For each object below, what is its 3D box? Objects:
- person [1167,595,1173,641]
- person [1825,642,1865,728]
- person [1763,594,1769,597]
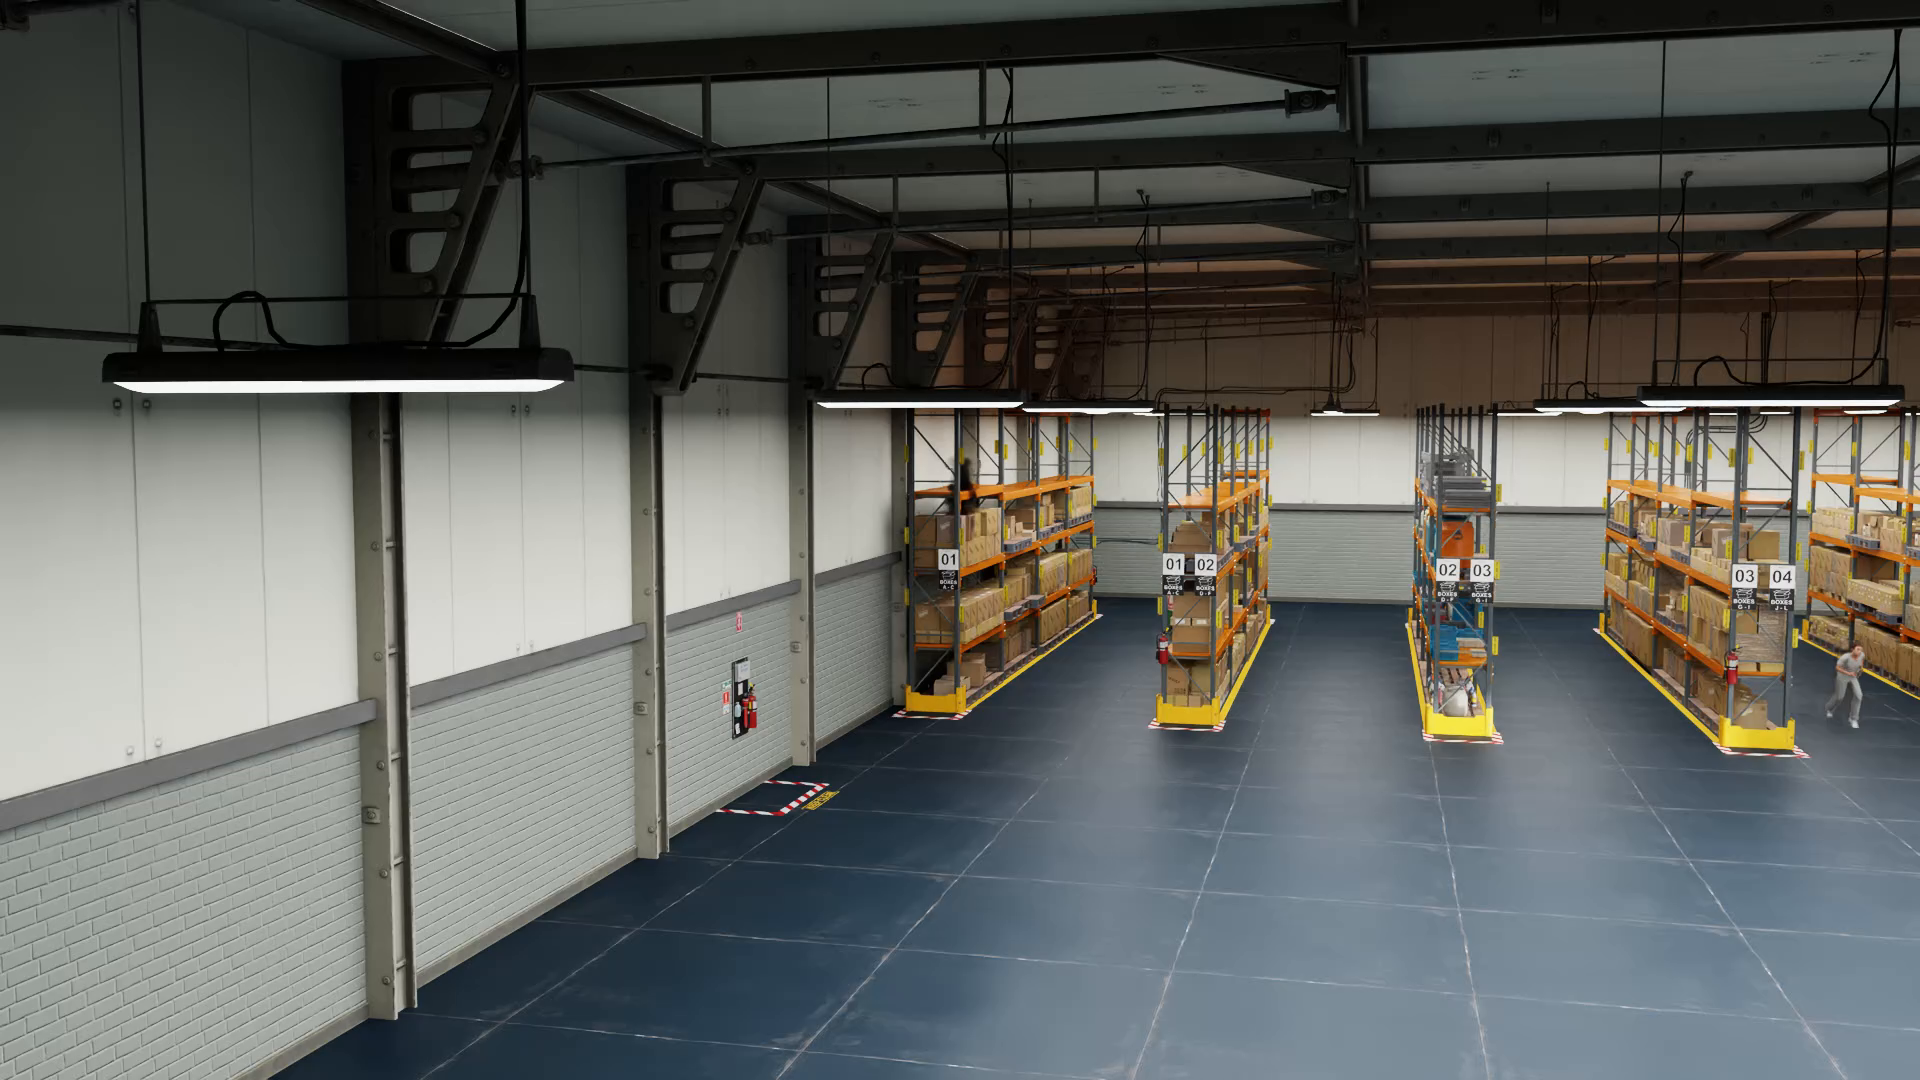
[{"bbox_3d":[5.397,1.796,41.935,0.647,1.743,0.601,1,4,12],"label":"person"},{"bbox_3d":[16.627,2.679,31.254,0.612,1.624,0.947,-1,4,-8],"label":"person"},{"bbox_3d":[21.462,1.704,44.046,0.671,1.671,0.618,-2,5,-23],"label":"person"}]
